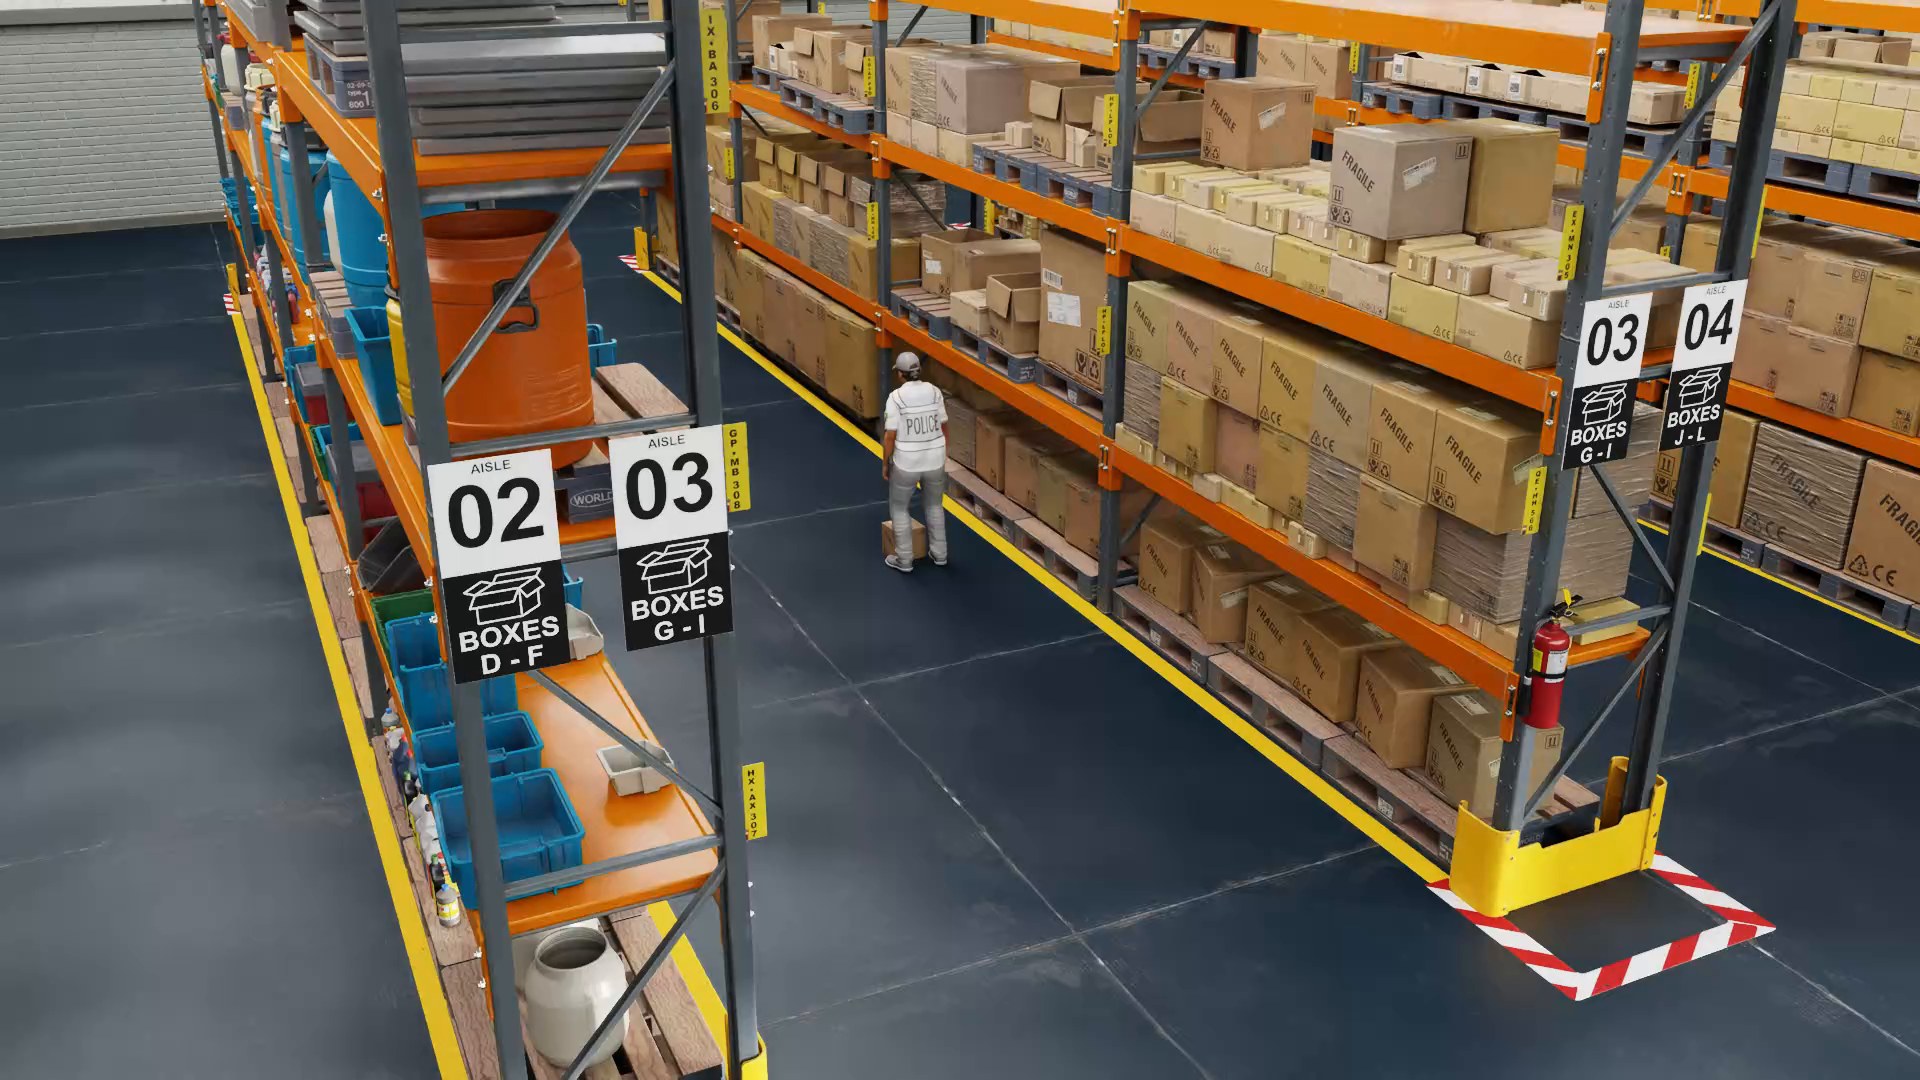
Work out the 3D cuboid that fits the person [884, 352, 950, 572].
[{"bbox_3d":[-0.330,-0.583,12.413,0.537,1.665,0.470,-10,24,-24],"label":"person"}]
